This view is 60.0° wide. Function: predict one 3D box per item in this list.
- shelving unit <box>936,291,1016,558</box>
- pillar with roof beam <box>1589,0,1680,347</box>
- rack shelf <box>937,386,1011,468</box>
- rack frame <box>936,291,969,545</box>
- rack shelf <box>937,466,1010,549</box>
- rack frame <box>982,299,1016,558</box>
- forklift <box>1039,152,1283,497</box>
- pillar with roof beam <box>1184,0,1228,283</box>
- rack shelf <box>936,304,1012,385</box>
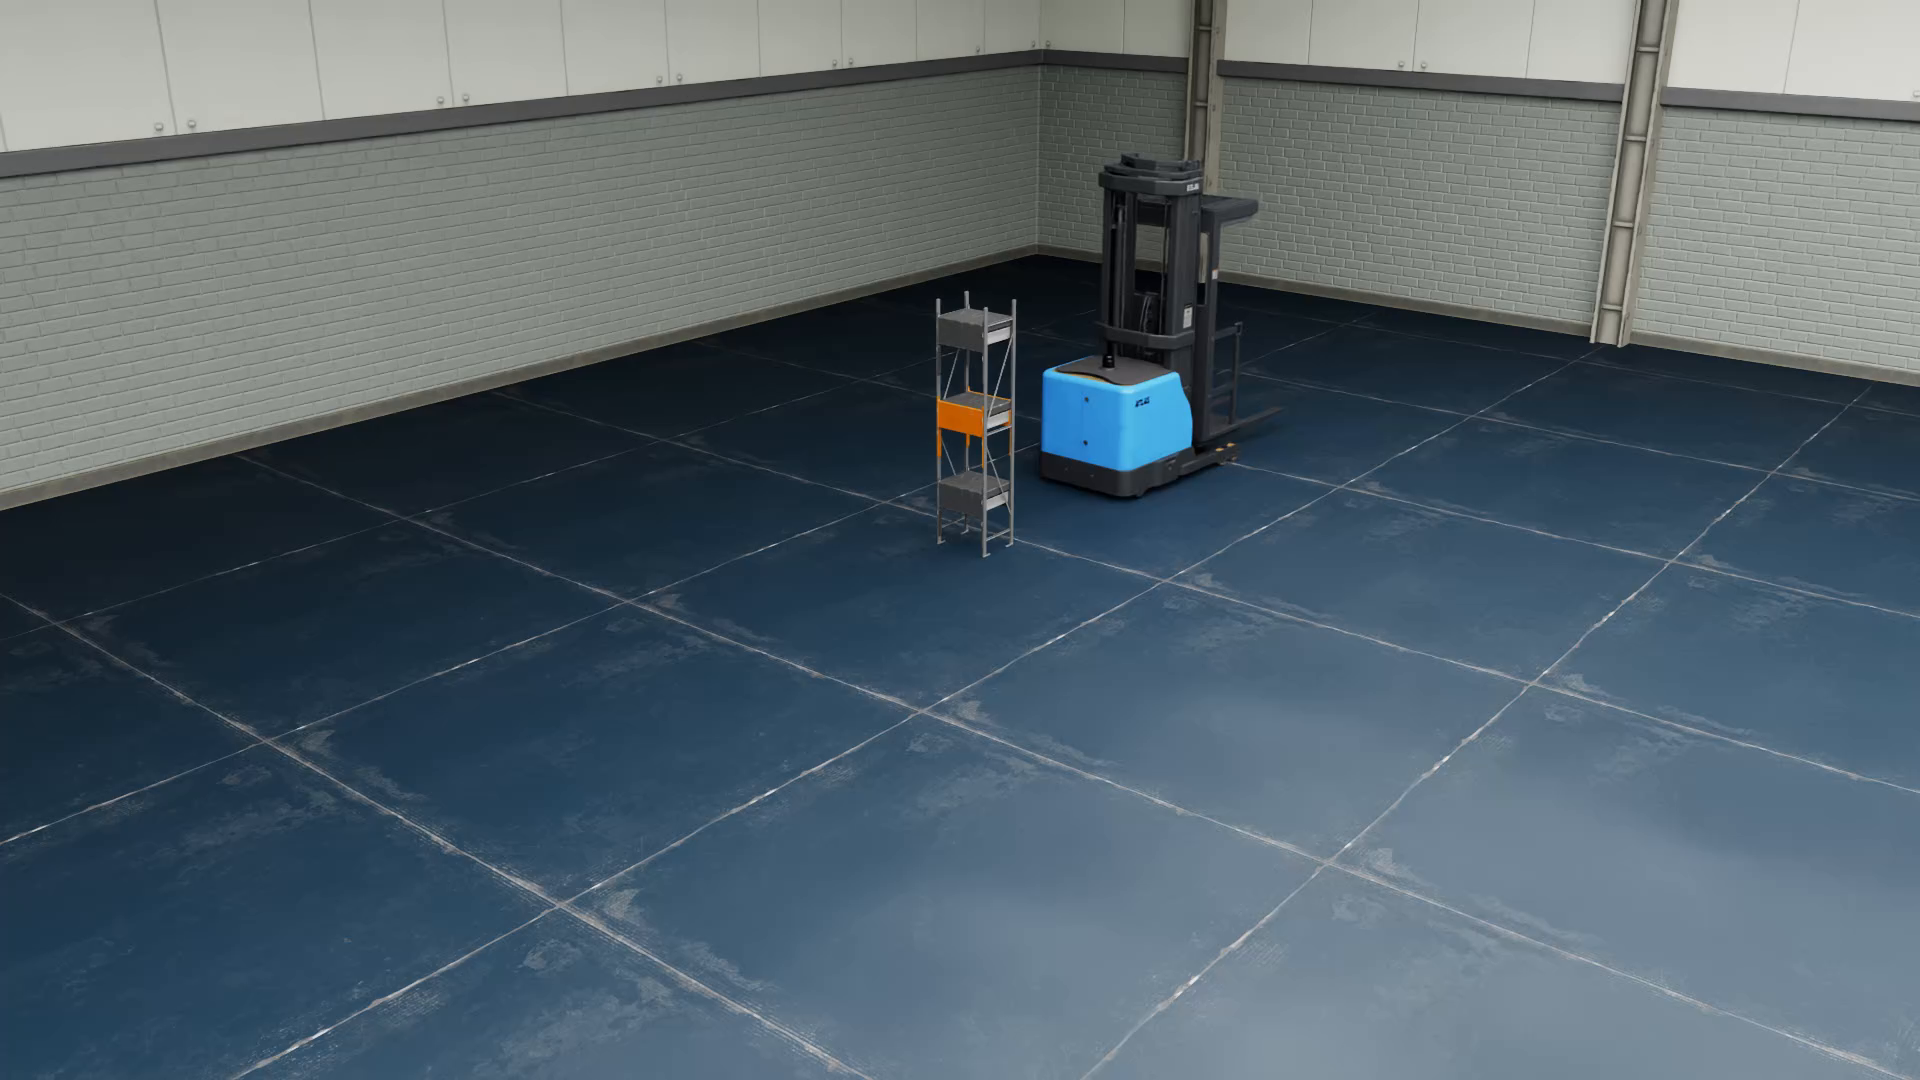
[{"bbox_3d":[0.128,-0.946,13.700,0.503,2.100,0.431,16,26,36],"label":"shelving unit"},{"bbox_3d":[5.356,-5.489,15.971,0.400,9.000,9.100,16,26,36],"label":"pillar with roof beam"},{"bbox_3d":[0.128,-0.933,13.705,0.480,0.518,0.431,16,26,36],"label":"rack shelf"},{"bbox_3d":[-0.061,-1.000,13.844,0.015,2.100,0.400,16,26,36],"label":"rack frame"},{"bbox_3d":[0.128,-0.278,13.952,0.480,0.518,0.431,16,26,36],"label":"rack shelf"},{"bbox_3d":[0.317,-0.891,13.555,0.015,2.100,0.400,16,26,36],"label":"rack frame"},{"bbox_3d":[2.089,-2.202,15.853,1.130,2.935,3.031,17,27,38],"label":"forklift"},{"bbox_3d":[0.708,-6.828,19.521,0.400,9.000,9.100,16,26,36],"label":"pillar with roof beam"},{"bbox_3d":[0.128,-1.588,13.458,0.480,0.518,0.431,16,26,36],"label":"rack shelf"}]
